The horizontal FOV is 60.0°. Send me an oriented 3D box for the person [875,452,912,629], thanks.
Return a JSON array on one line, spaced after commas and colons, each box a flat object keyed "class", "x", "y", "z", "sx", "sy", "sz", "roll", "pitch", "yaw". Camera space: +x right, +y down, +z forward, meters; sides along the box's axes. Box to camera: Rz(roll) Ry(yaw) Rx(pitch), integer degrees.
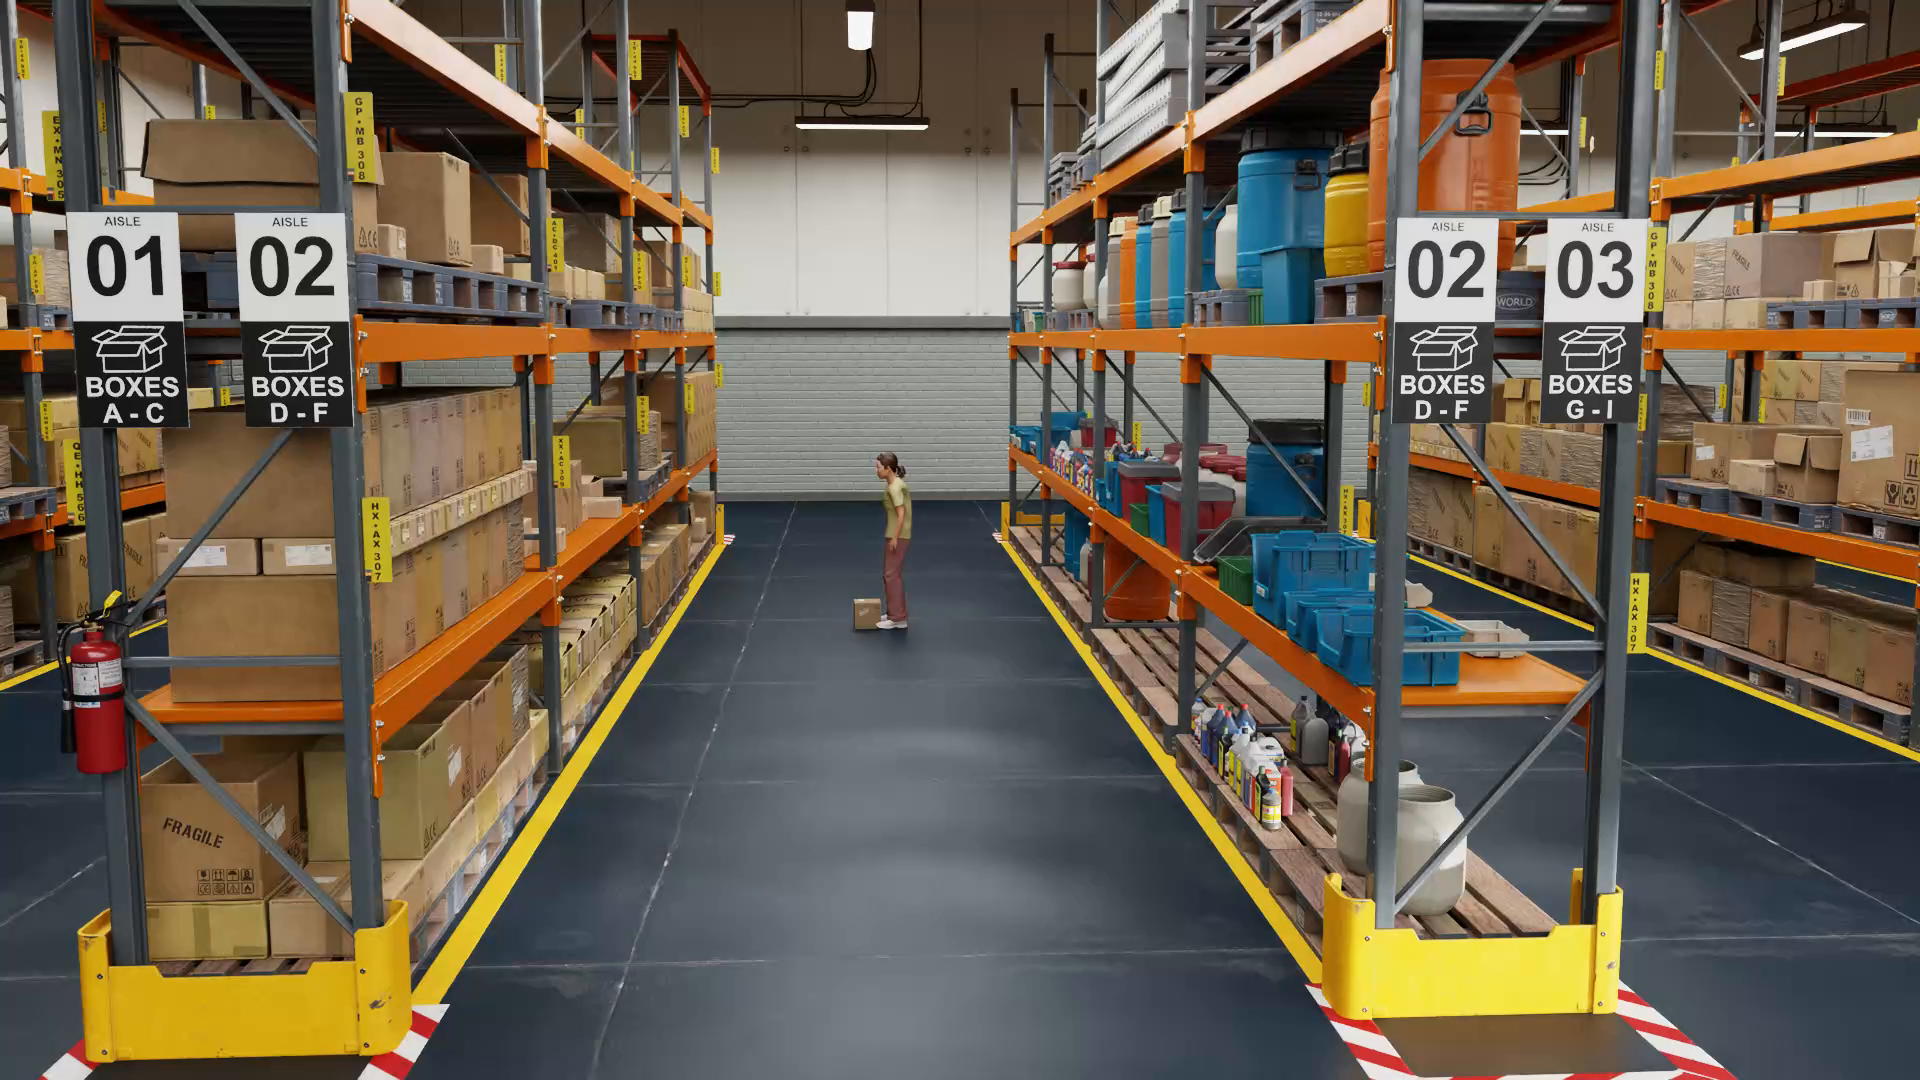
[{"class": "person", "x": -0.634, "y": -0.005, "z": 15.801, "sx": 0.360, "sy": 1.672, "sz": 0.497, "roll": 0, "pitch": 7, "yaw": -4}]
